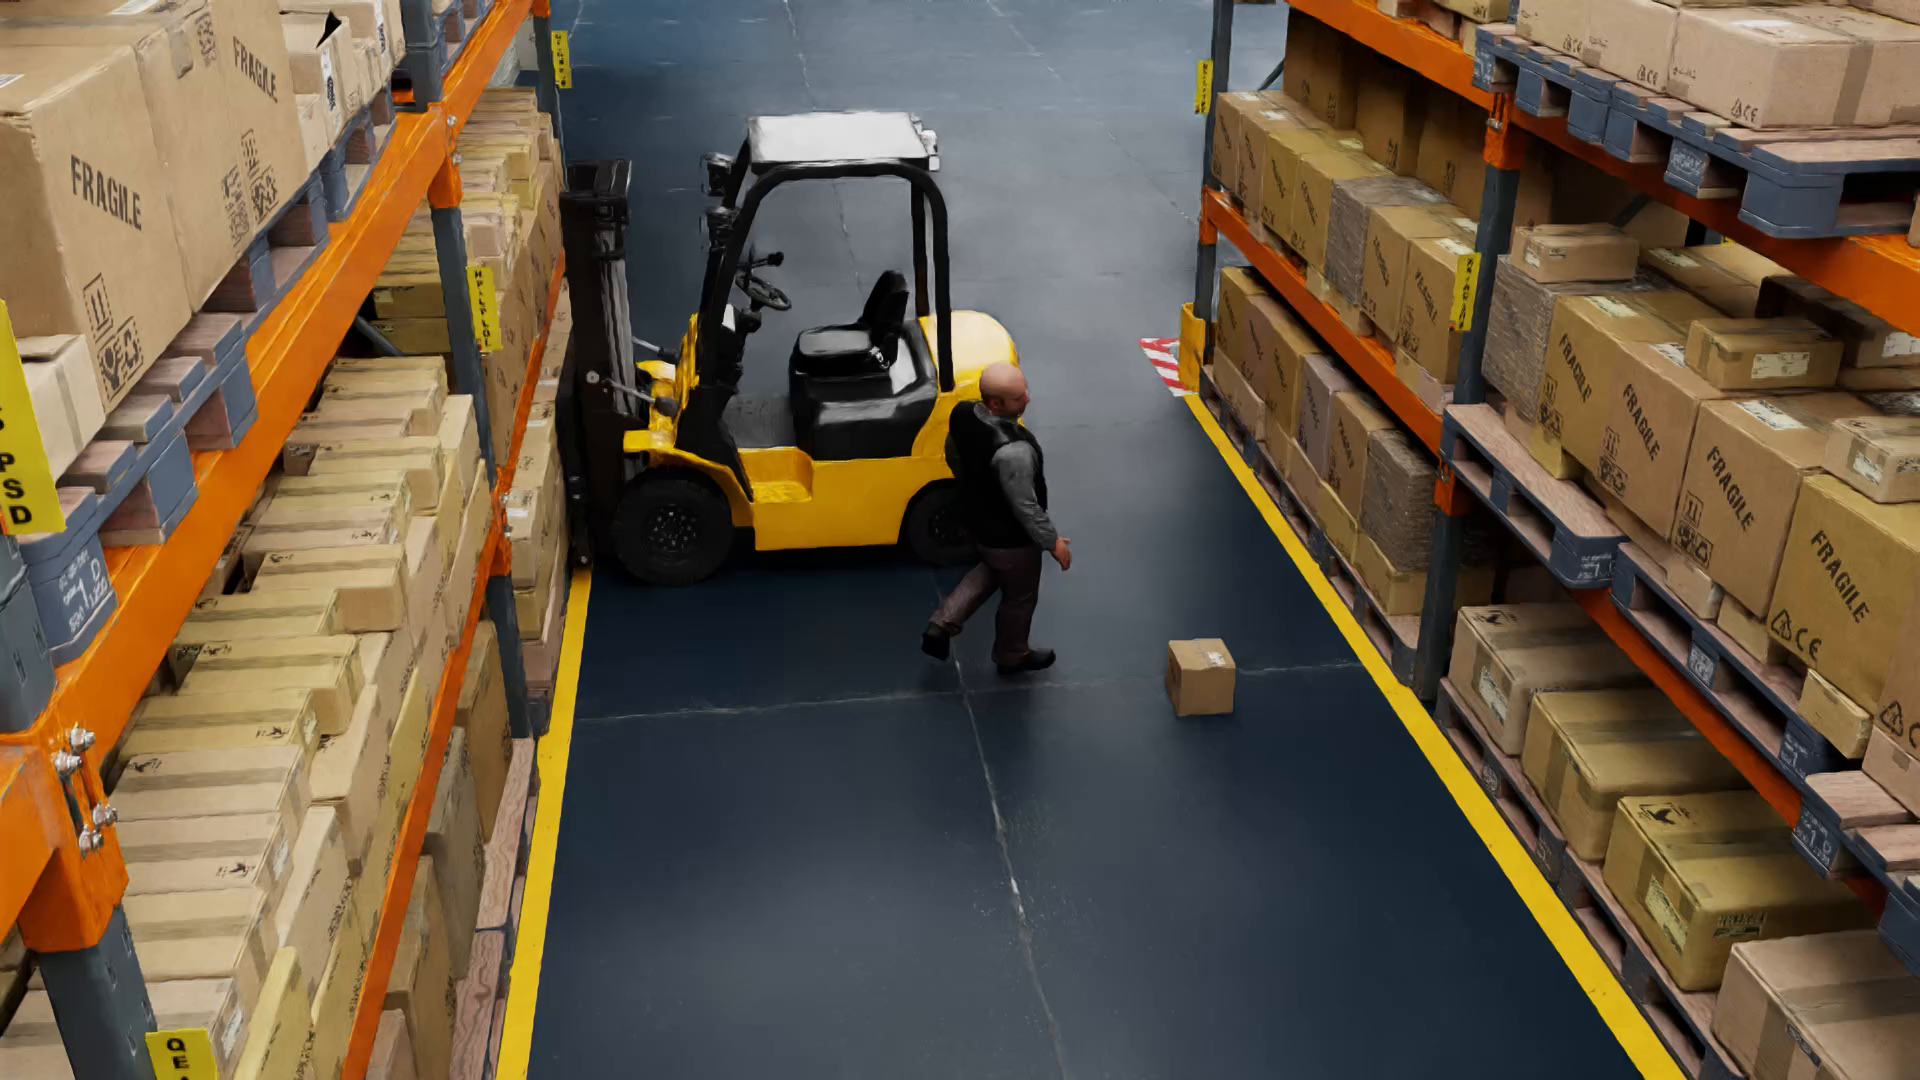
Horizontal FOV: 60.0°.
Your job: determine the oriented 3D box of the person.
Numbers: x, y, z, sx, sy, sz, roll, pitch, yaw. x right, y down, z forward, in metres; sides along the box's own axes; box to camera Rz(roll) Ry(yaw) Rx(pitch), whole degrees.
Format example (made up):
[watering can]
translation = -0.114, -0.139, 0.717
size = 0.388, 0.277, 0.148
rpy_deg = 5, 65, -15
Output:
[person]
translation = 0.198, -0.075, 7.344
size = 0.672, 1.671, 0.745
rpy_deg = -15, 31, -27
